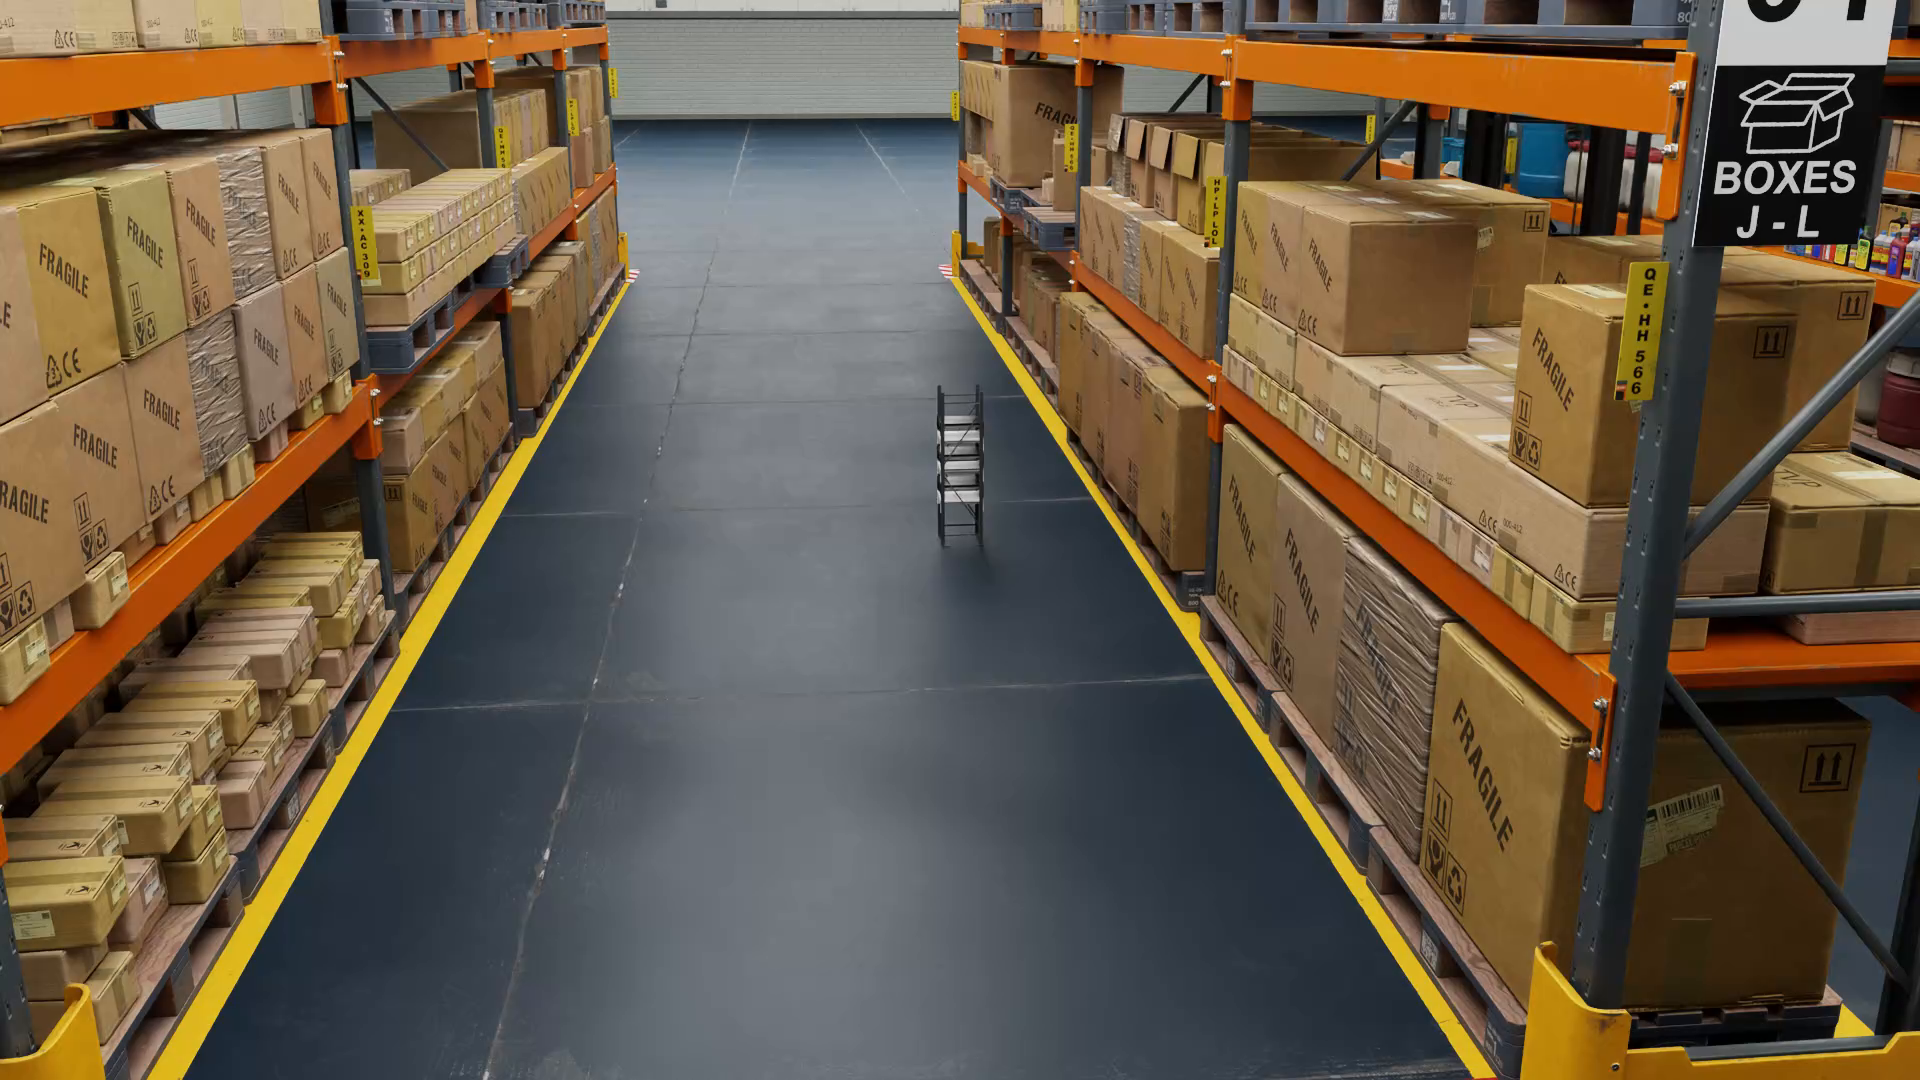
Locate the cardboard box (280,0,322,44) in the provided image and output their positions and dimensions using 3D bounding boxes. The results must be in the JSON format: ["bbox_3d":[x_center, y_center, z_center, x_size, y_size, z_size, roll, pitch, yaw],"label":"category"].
[{"bbox_3d":[-2.899,-2.124,6.676,0.500,0.250,0.500,-1,17,-4],"label":"cardboard box"}]

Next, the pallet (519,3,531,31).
[{"bbox_3d":[-3.868,-3.958,12.584,1.003,0.211,1.213,-1,17,-3],"label":"pallet"}]

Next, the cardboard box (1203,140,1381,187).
[{"bbox_3d":[1.652,-1.741,8.374,0.797,0.503,0.637,-2,18,-7],"label":"cardboard box"}]

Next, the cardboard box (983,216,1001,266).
[{"bbox_3d":[0.536,-3.421,19.040,0.500,0.500,0.500,1,17,5],"label":"cardboard box"}]

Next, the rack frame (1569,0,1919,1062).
[{"bbox_3d":[2.135,0.167,4.138,0.949,2.616,0.053,-2,18,-6],"label":"rack frame"}]

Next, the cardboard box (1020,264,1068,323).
[{"bbox_3d":[0.943,-2.242,15.250,0.700,0.500,0.500,-3,18,-10],"label":"cardboard box"}]

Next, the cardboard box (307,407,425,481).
[{"bbox_3d":[-3.032,-0.496,8.469,0.500,0.250,0.500,-3,18,-8],"label":"cardboard box"}]

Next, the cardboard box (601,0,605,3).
[{"bbox_3d":[-4.084,-5.948,18.158,0.380,0.149,0.250,-2,18,-6],"label":"cardboard box"}]

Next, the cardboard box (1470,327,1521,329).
[{"bbox_3d":[2.088,-0.818,7.028,0.500,0.250,0.500,-1,17,-4],"label":"cardboard box"}]

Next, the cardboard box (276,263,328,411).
[{"bbox_3d":[-2.835,-0.801,6.559,0.500,0.500,0.500,-2,18,-7],"label":"cardboard box"}]

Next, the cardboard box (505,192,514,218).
[{"bbox_3d":[-3.127,-2.183,10.844,0.380,0.149,0.250,-1,17,-5],"label":"cardboard box"}]

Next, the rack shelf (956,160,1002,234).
[{"bbox_3d":[0.694,-3.661,17.532,1.077,0.370,4.000,-2,18,-6],"label":"rack shelf"}]

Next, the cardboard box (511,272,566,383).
[{"bbox_3d":[-3.698,-1.665,13.028,1.050,0.750,0.750,-2,17,-5],"label":"cardboard box"}]

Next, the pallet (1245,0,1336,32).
[{"bbox_3d":[1.800,-2.170,6.721,1.003,0.211,1.213,-2,18,-6],"label":"pallet"}]

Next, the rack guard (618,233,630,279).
[{"bbox_3d":[-4.458,-3.292,19.327,1.175,0.500,0.348,-2,18,-6],"label":"rack guard"}]

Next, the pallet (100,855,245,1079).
[{"bbox_3d":[-2.862,1.354,5.010,1.003,0.211,1.213,-2,18,-6],"label":"pallet"}]

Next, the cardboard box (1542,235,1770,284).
[{"bbox_3d":[2.246,-0.716,5.452,0.500,0.500,0.500,-2,18,-7],"label":"cardboard box"}]

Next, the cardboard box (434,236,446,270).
[{"bbox_3d":[-2.884,-1.487,8.629,0.380,0.149,0.250,-3,18,-8],"label":"cardboard box"}]

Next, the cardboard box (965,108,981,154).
[{"bbox_3d":[0.518,-4.625,18.738,0.875,0.500,0.500,-2,18,-6],"label":"cardboard box"}]

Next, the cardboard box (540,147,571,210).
[{"bbox_3d":[-3.724,-3.186,14.650,0.500,0.500,0.500,-2,18,-6],"label":"cardboard box"}]

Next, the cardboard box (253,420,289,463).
[{"bbox_3d":[-2.793,-0.392,6.337,0.380,0.149,0.250,-3,18,-8],"label":"cardboard box"}]

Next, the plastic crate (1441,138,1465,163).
[{"bbox_3d":[5.764,-4.542,19.386,0.499,0.251,0.616,-2,18,-6],"label":"plastic crate"}]

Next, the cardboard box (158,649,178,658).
[{"bbox_3d":[-3.293,0.541,6.508,0.380,0.149,0.250,-1,17,-3],"label":"cardboard box"}]

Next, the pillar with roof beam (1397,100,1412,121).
[{"bbox_3d":[8.825,-16.545,47.353,9.100,9.000,0.400,-2,18,-6],"label":"pillar with roof beam"}]

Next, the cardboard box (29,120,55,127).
[{"bbox_3d":[-8.817,-4.060,15.268,0.700,0.500,0.500,-2,18,-5],"label":"cardboard box"}]

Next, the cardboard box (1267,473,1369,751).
[{"bbox_3d":[1.807,0.256,6.701,0.875,0.875,0.875,-2,18,-6],"label":"cardboard box"}]

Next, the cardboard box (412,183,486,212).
[{"bbox_3d":[-3.023,-2.022,9.834,0.380,0.149,0.250,-2,18,-6],"label":"cardboard box"}]

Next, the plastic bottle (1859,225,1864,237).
[{"bbox_3d":[6.056,-1.998,11.249,0.097,0.271,0.097,0,17,0],"label":"plastic bottle"}]

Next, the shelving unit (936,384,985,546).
[{"bbox_3d":[0.001,-0.427,9.535,0.258,0.900,0.210,-2,18,-6],"label":"shelving unit"}]

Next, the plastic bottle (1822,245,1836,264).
[{"bbox_3d":[6.011,-2.034,11.355,0.152,0.276,0.135,-2,18,-6],"label":"plastic bottle"}]

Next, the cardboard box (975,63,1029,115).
[{"bbox_3d":[0.429,-4.648,17.141,0.500,0.500,0.500,-2,18,-6],"label":"cardboard box"}]

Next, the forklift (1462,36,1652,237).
[{"bbox_3d":[3.804,-1.852,10.684,1.130,2.935,3.031,10,20,28],"label":"forklift"}]

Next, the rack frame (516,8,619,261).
[{"bbox_3d":[-4.456,-4.477,18.930,1.000,3.000,0.127,-2,18,-6],"label":"rack frame"}]

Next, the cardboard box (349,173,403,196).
[{"bbox_3d":[-3.745,-2.234,10.511,0.380,0.149,0.250,-2,18,-7],"label":"cardboard box"}]

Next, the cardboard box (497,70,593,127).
[{"bbox_3d":[-4.201,-4.466,16.842,0.875,0.550,0.500,-2,18,-6],"label":"cardboard box"}]

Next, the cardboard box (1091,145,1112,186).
[{"bbox_3d":[1.218,-2.625,12.161,0.500,0.500,0.500,-4,18,-12],"label":"cardboard box"}]

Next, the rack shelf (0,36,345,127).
[{"bbox_3d":[-3.012,-1.394,5.303,1.077,0.370,4.000,-2,18,-6],"label":"rack shelf"}]

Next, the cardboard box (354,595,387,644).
[{"bbox_3d":[-2.839,0.364,7.568,0.380,0.149,0.250,-2,17,-5],"label":"cardboard box"}]

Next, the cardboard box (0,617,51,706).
[{"bbox_3d":[-2.513,0.303,4.124,0.380,0.149,0.250,-2,18,-6],"label":"cardboard box"}]

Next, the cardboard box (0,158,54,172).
[{"bbox_3d":[-3.273,-0.969,5.422,0.500,0.500,0.500,-2,18,-8],"label":"cardboard box"}]

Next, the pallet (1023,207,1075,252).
[{"bbox_3d":[1.134,-2.334,12.425,1.213,0.211,1.003,-2,18,-6],"label":"pallet"}]

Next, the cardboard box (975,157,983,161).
[{"bbox_3d":[0.363,-4.090,18.115,0.380,0.149,0.250,-2,18,-6],"label":"cardboard box"}]

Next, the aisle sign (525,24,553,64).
[{"bbox_3d":[-4.762,-5.729,18.579,0.394,0.787,0.004,-2,18,-6],"label":"aisle sign"}]

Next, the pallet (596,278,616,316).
[{"bbox_3d":[-4.173,-2.548,17.442,1.003,0.211,1.213,-2,18,-6],"label":"pallet"}]

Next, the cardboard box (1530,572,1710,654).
[{"bbox_3d":[1.774,0.191,4.482,0.380,0.149,0.250,-1,17,-5],"label":"cardboard box"}]

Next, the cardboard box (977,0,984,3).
[{"bbox_3d":[0.387,-5.672,17.314,0.380,0.149,0.250,-3,18,-8],"label":"cardboard box"}]

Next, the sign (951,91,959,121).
[{"bbox_3d":[-0.052,-4.997,19.139,0.100,0.325,0.005,-2,18,-6],"label":"sign"}]

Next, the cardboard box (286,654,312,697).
[{"bbox_3d":[-2.810,0.513,6.598,0.380,0.149,0.250,-1,17,-4],"label":"cardboard box"}]

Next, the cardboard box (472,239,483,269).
[{"bbox_3d":[-2.996,-1.659,9.672,0.380,0.149,0.250,-1,17,-4],"label":"cardboard box"}]

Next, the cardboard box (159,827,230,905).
[{"bbox_3d":[-2.599,1.055,5.368,0.380,0.149,0.250,-2,17,-5],"label":"cardboard box"}]

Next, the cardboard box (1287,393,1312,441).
[{"bbox_3d":[1.536,-0.496,6.667,0.380,0.149,0.250,-2,18,-6],"label":"cardboard box"}]

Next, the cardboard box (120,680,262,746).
[{"bbox_3d":[-2.677,0.608,5.799,0.380,0.149,0.250,-2,17,-5],"label":"cardboard box"}]

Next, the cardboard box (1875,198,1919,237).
[{"bbox_3d":[10.328,-3.538,18.576,0.500,0.500,0.500,-2,18,-6],"label":"cardboard box"}]

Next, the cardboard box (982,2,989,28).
[{"bbox_3d":[0.493,-5.203,16.486,0.500,0.250,0.500,-2,18,-6],"label":"cardboard box"}]

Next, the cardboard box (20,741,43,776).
[{"bbox_3d":[-3.281,0.709,5.477,0.380,0.149,0.250,-1,17,-4],"label":"cardboard box"}]

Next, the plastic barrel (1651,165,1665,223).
[{"bbox_3d":[5.878,-2.849,13.556,0.421,0.512,0.421,0,17,0],"label":"plastic barrel"}]
